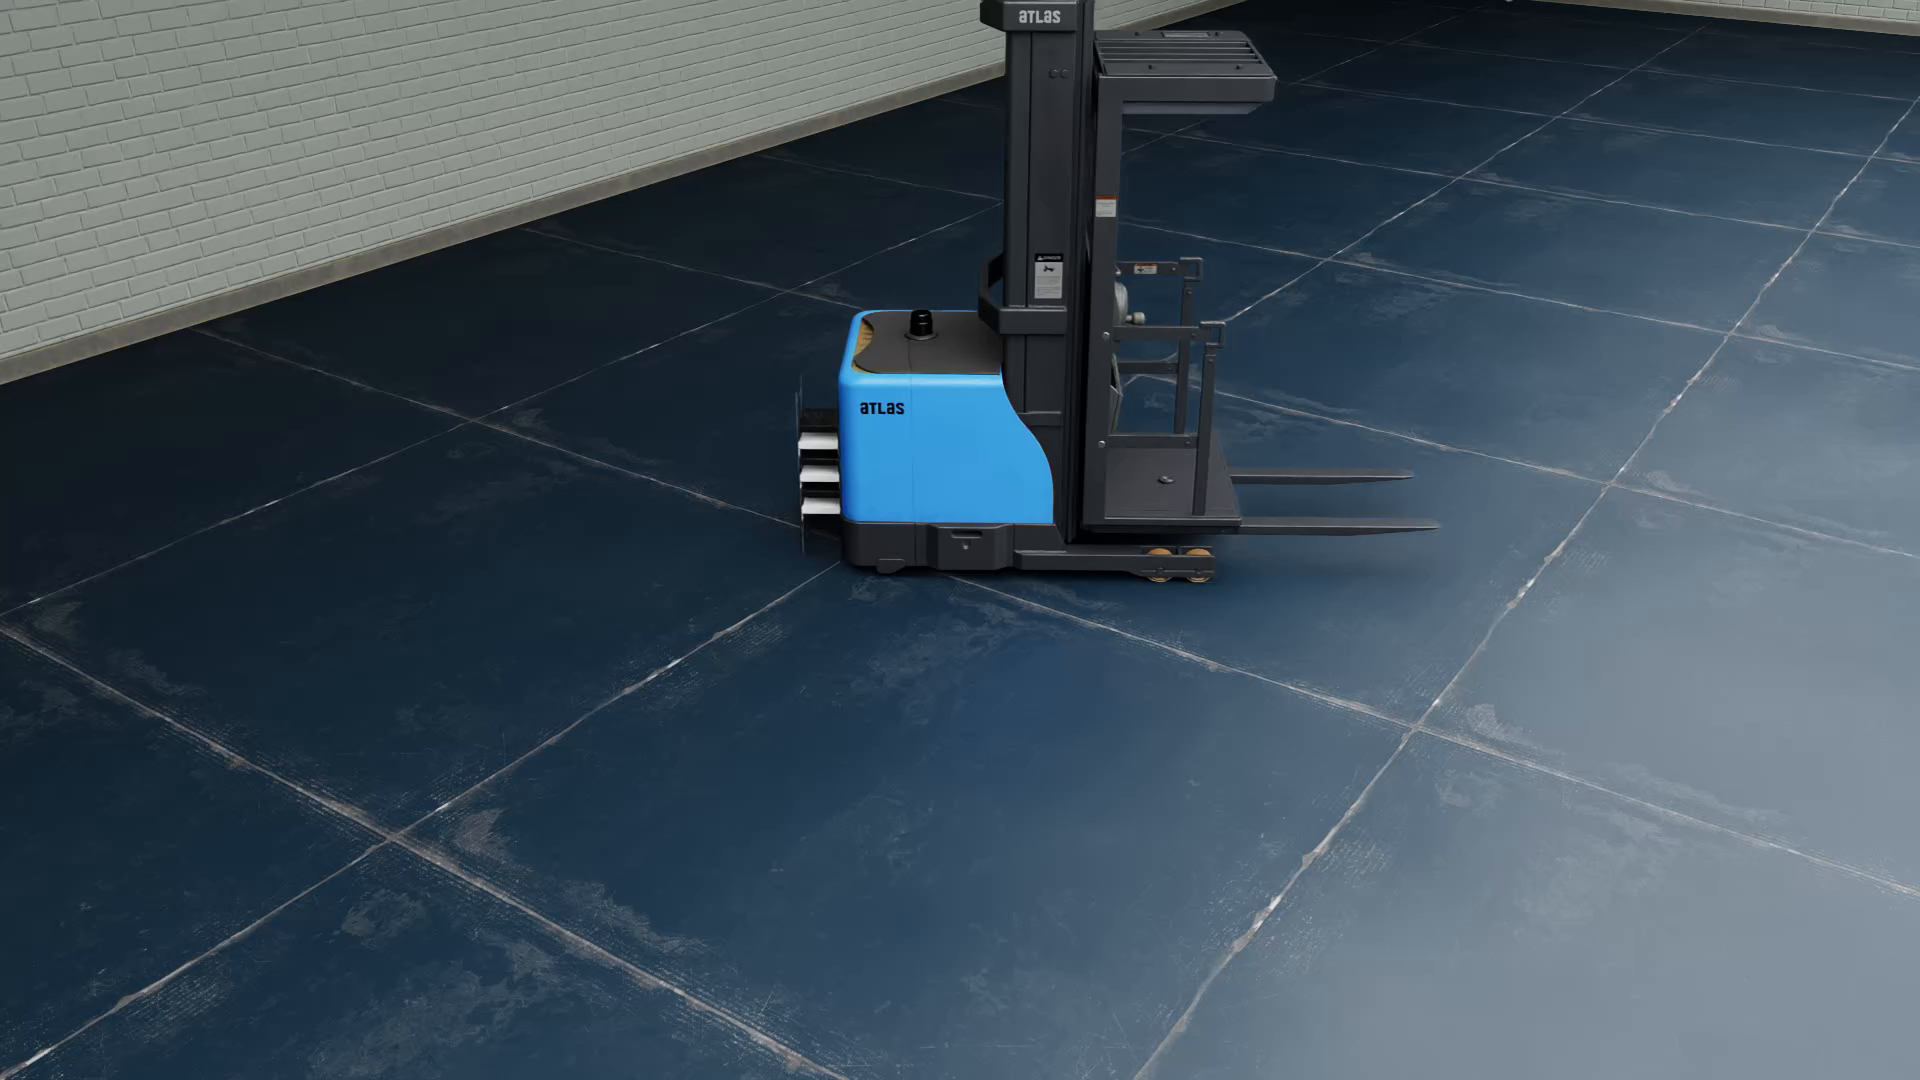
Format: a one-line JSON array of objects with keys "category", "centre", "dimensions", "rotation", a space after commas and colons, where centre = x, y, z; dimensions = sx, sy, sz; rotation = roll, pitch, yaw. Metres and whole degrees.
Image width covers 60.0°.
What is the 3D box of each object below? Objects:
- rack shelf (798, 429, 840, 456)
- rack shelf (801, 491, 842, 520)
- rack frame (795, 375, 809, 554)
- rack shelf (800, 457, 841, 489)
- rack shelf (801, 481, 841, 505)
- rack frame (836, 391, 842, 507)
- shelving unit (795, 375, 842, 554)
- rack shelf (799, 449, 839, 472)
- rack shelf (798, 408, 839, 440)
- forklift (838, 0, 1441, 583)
[{"category": "rack shelf", "centre": [-0.706, -0.510, 8.437], "dimensions": [0.200, 0.077, 0.258], "rotation": [1, 27, 1]}, {"category": "rack shelf", "centre": [-0.706, -0.189, 8.600], "dimensions": [0.200, 0.077, 0.258], "rotation": [1, 27, 1]}, {"category": "rack frame", "centre": [-0.808, -0.380, 8.505], "dimensions": [0.006, 0.900, 0.240], "rotation": [1, 27, 1]}, {"category": "rack shelf", "centre": [-0.706, -0.350, 8.519], "dimensions": [0.200, 0.077, 0.258], "rotation": [1, 27, 1]}, {"category": "rack shelf", "centre": [-0.706, -0.270, 8.560], "dimensions": [0.200, 0.077, 0.258], "rotation": [1, 27, 1]}, {"category": "rack frame", "centre": [-0.604, -0.379, 8.502], "dimensions": [0.006, 0.900, 0.240], "rotation": [1, 27, 1]}, {"category": "shelving unit", "centre": [-0.706, -0.380, 8.504], "dimensions": [0.210, 0.900, 0.258], "rotation": [1, 27, 1]}, {"category": "rack shelf", "centre": [-0.706, -0.430, 8.478], "dimensions": [0.200, 0.077, 0.258], "rotation": [1, 27, 1]}, {"category": "rack shelf", "centre": [-0.706, -0.590, 8.396], "dimensions": [0.200, 0.077, 0.258], "rotation": [1, 27, 1]}, {"category": "forklift", "centre": [0.922, -1.338, 8.147], "dimensions": [3.031, 2.935, 1.130], "rotation": [1, 27, 1]}]
